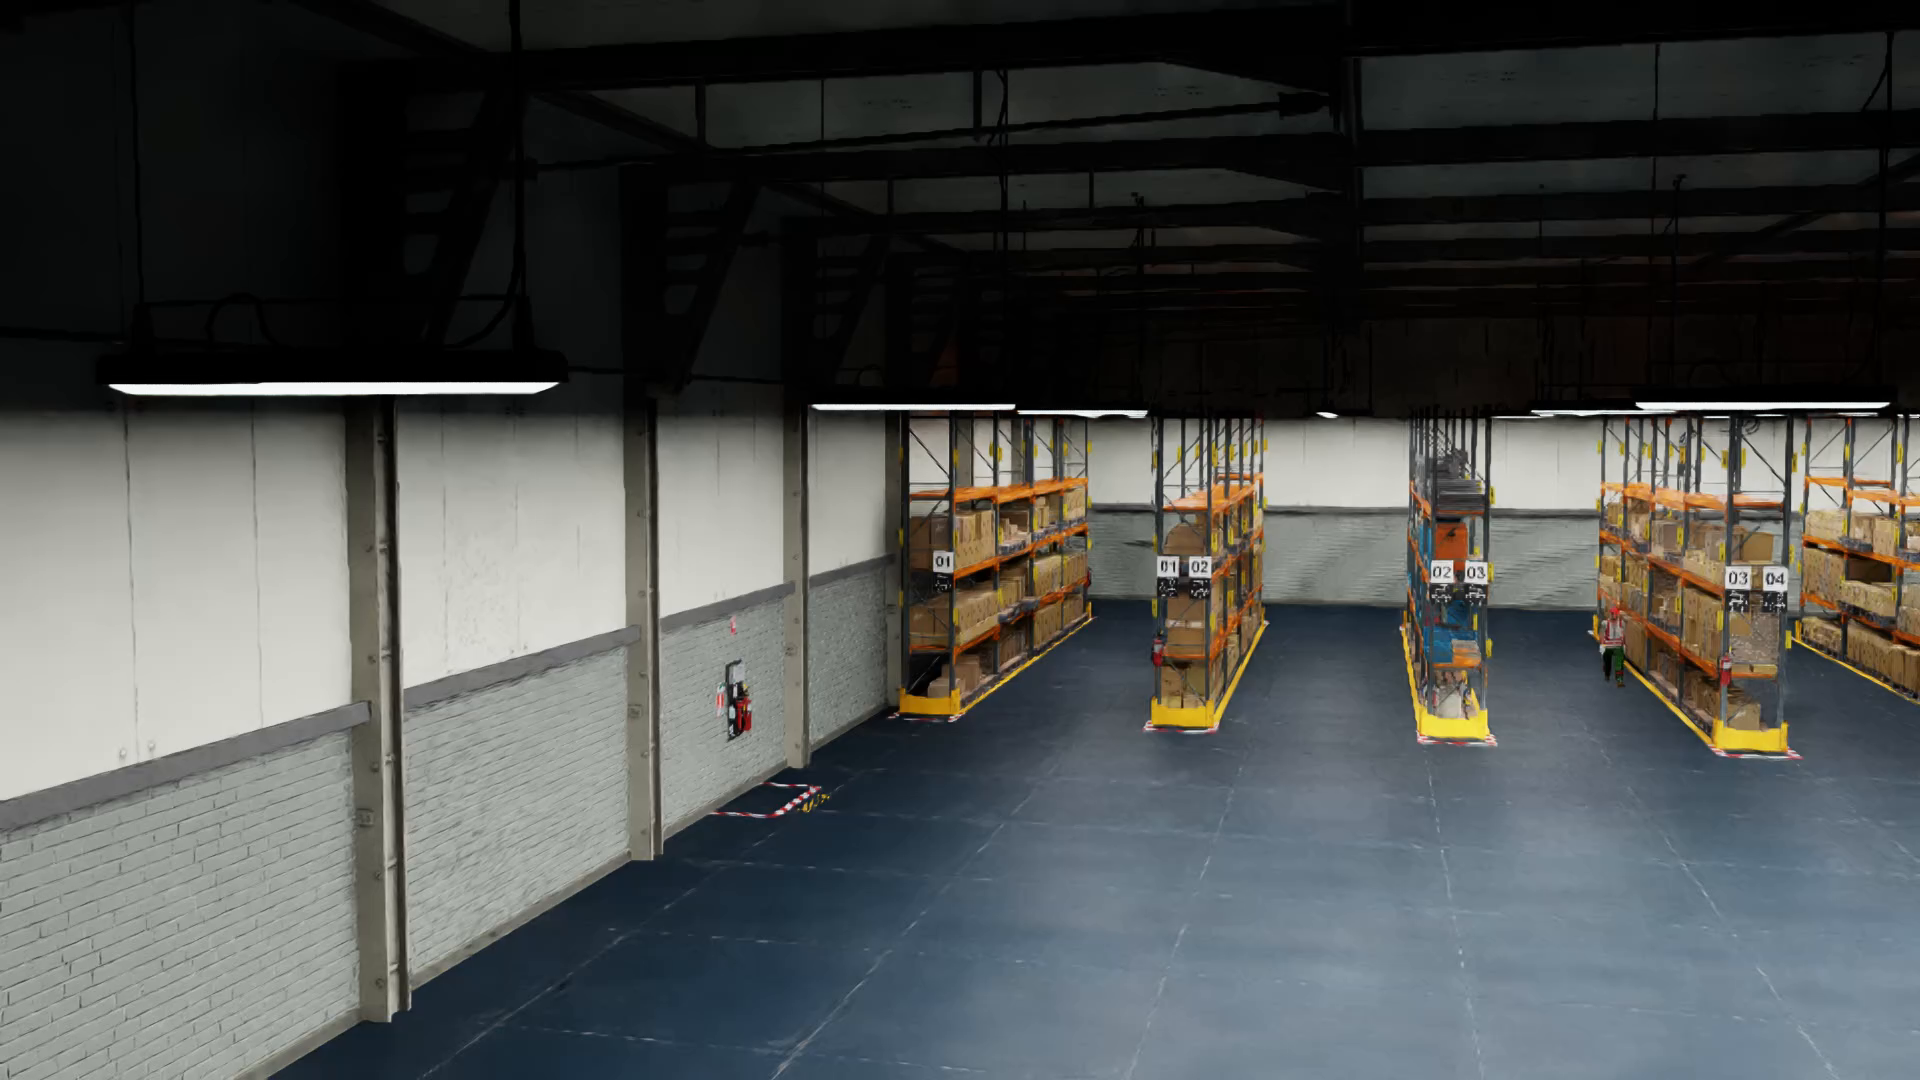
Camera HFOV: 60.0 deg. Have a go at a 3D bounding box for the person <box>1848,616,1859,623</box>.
[{"bbox_3d":[24.224,1.671,45.144,0.551,1.643,0.502,-3,5,-40],"label":"person"}]

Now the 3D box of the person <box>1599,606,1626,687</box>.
[{"bbox_3d":[14.103,2.279,35.911,0.553,1.706,1.123,1,4,16],"label":"person"}]
